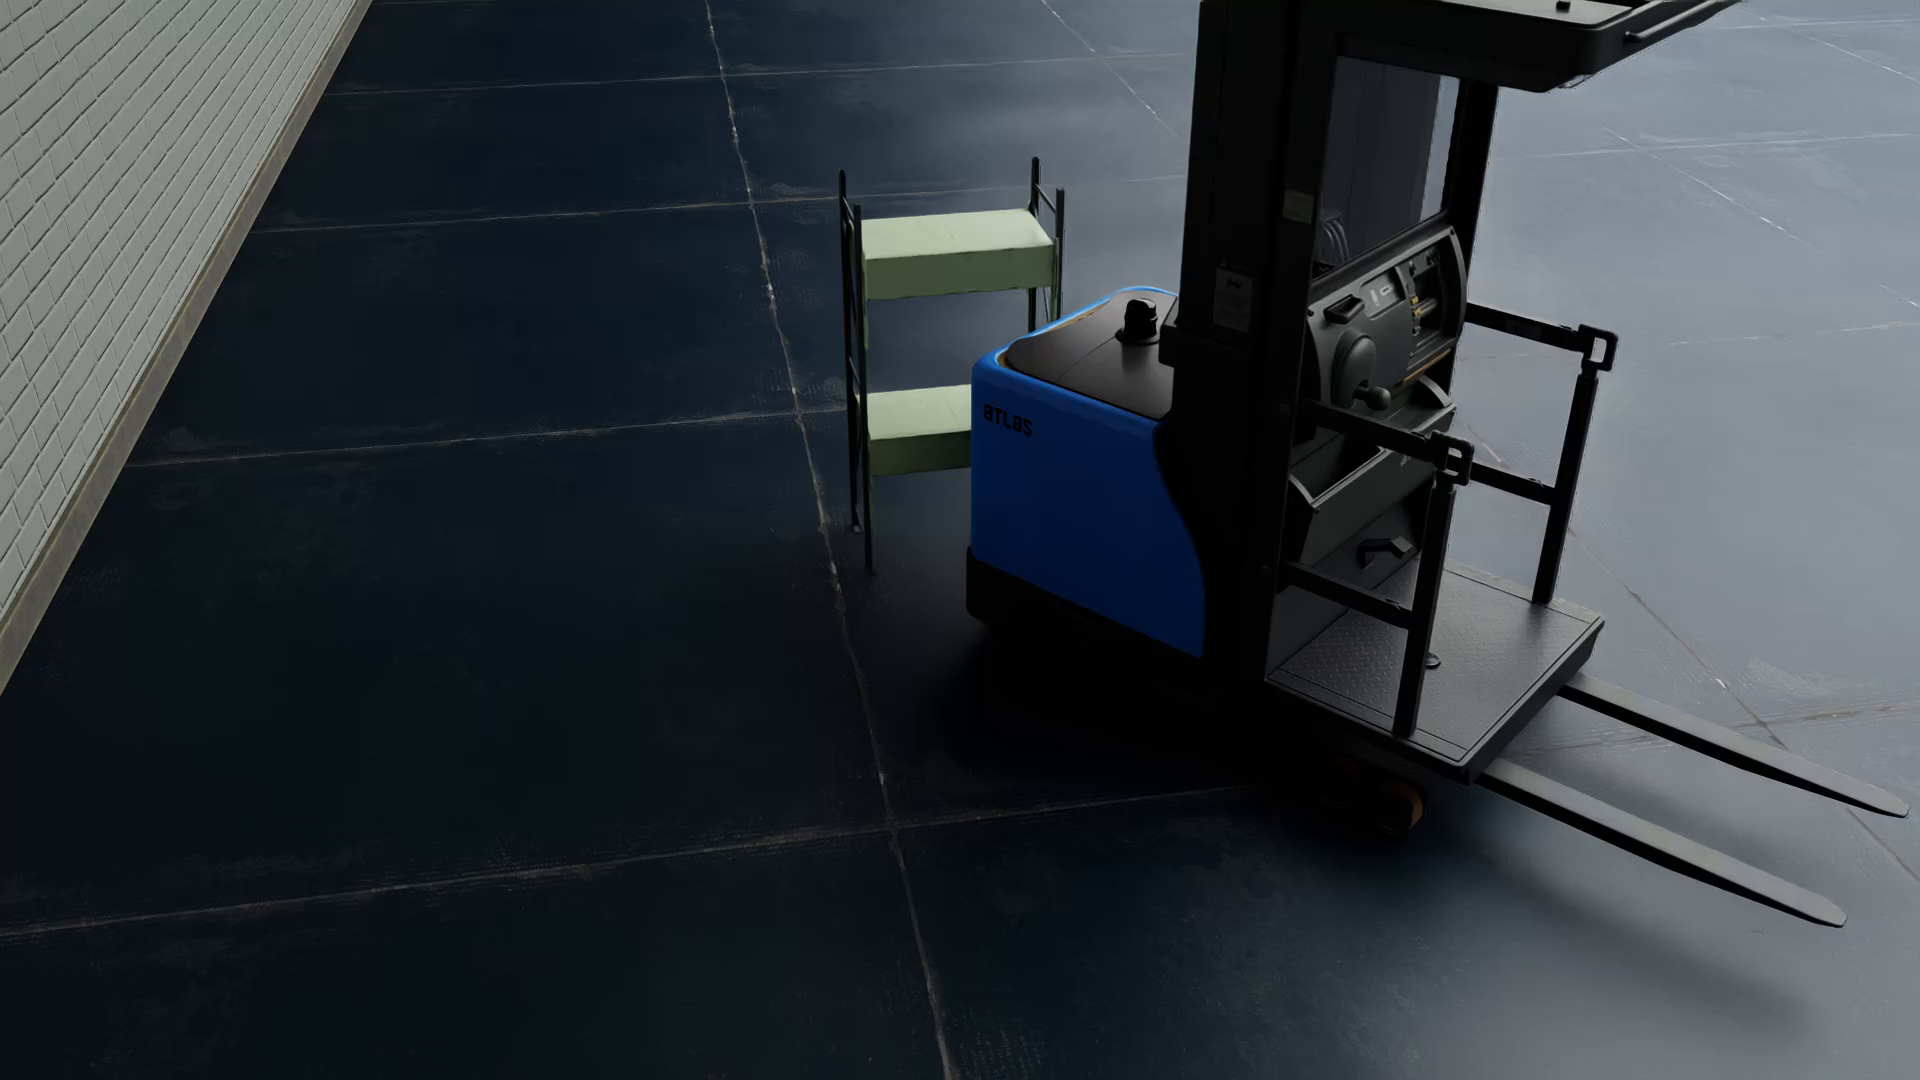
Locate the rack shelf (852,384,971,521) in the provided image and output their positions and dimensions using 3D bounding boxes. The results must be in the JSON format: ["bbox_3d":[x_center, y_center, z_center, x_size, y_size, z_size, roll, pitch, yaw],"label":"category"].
[{"bbox_3d":[-0.038,-0.374,6.549,0.720,0.370,0.431,-6,31,-10],"label":"rack shelf"}]

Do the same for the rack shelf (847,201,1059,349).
[{"bbox_3d":[-0.038,-0.991,6.186,0.720,0.370,0.431,-6,31,-10],"label":"rack shelf"}]

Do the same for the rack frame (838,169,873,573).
[{"bbox_3d":[-0.396,-0.616,6.319,0.023,1.500,0.400,-6,31,-10],"label":"rack frame"}]

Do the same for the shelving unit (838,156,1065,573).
[{"bbox_3d":[-0.038,-0.655,6.384,0.755,1.500,0.431,-6,31,-10],"label":"shelving unit"}]

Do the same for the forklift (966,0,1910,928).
[{"bbox_3d":[1.469,-0.648,4.960,3.031,2.935,1.130,24,38,34],"label":"forklift"}]

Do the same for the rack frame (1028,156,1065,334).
[{"bbox_3d":[0.320,-0.693,6.449,0.023,1.500,0.400,-6,31,-10],"label":"rack frame"}]
